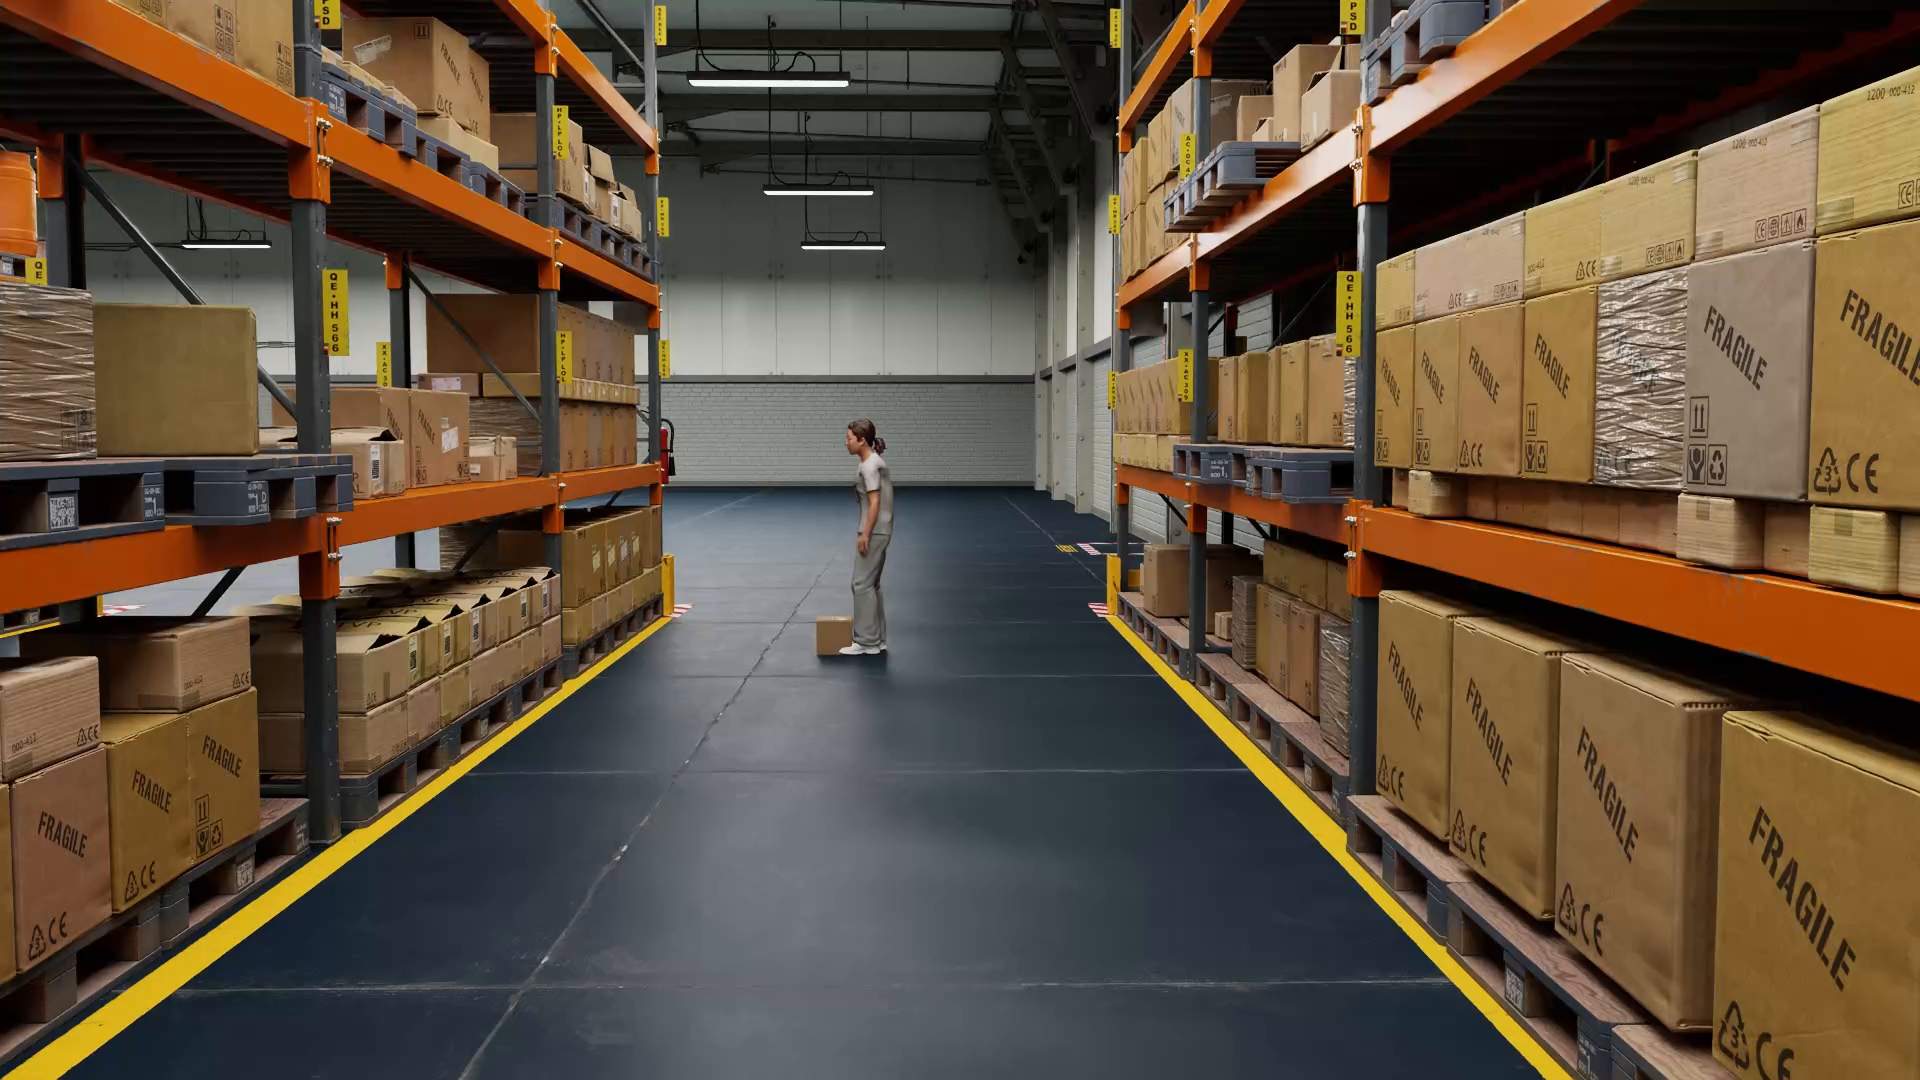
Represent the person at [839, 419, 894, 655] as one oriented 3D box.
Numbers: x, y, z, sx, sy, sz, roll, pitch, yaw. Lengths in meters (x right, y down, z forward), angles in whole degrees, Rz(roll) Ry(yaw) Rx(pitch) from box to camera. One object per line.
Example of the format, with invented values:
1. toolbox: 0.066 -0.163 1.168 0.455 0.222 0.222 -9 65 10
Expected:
1. person: -0.677 -0.026 11.850 0.407 1.673 0.511 0 4 -4
